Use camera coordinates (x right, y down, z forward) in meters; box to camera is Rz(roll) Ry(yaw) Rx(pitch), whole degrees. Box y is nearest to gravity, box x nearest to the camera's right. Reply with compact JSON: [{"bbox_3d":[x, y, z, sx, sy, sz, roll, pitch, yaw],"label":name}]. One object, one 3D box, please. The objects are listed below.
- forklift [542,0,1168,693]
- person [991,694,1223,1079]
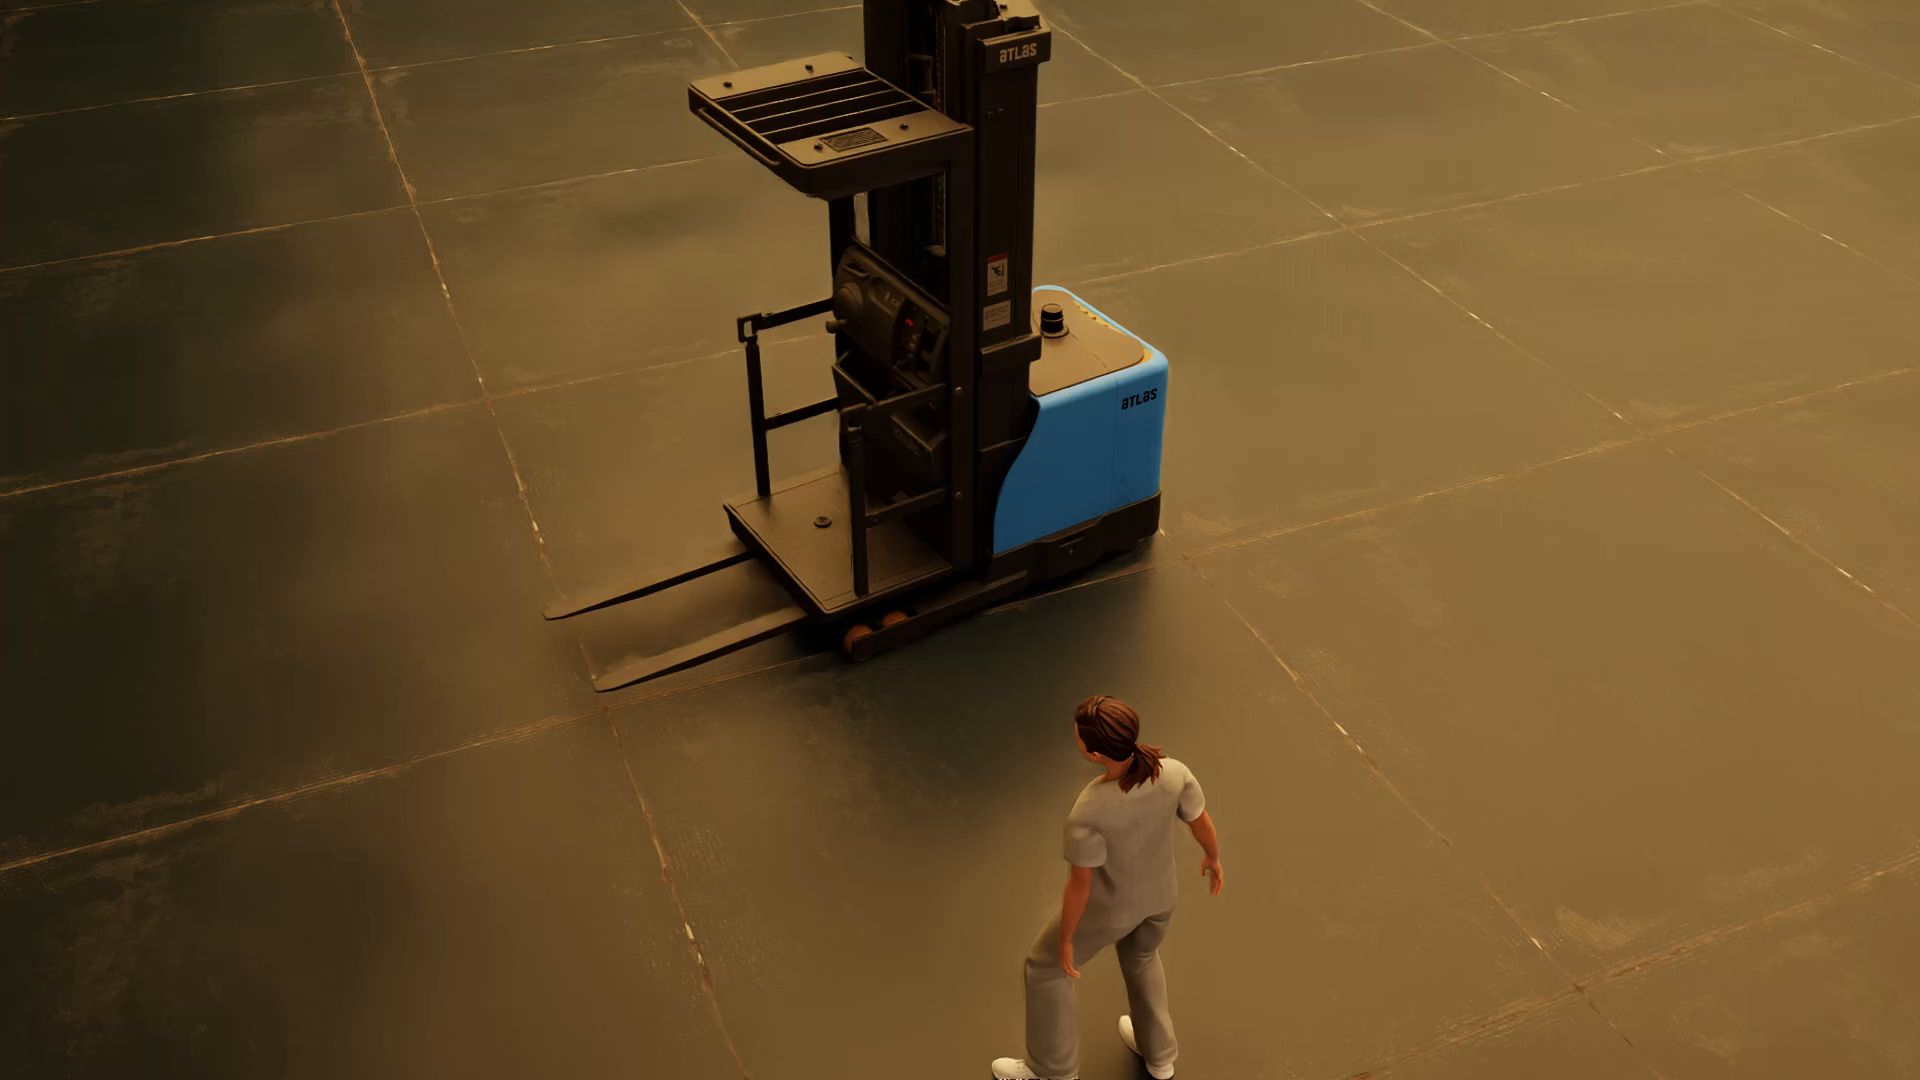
[{"bbox_3d":[-0.495,-0.977,7.473,3.031,2.935,1.130,-20,40,-26],"label":"forklift"},{"bbox_3d":[0.524,1.210,5.532,0.791,1.643,0.398,-19,39,-24],"label":"person"}]
